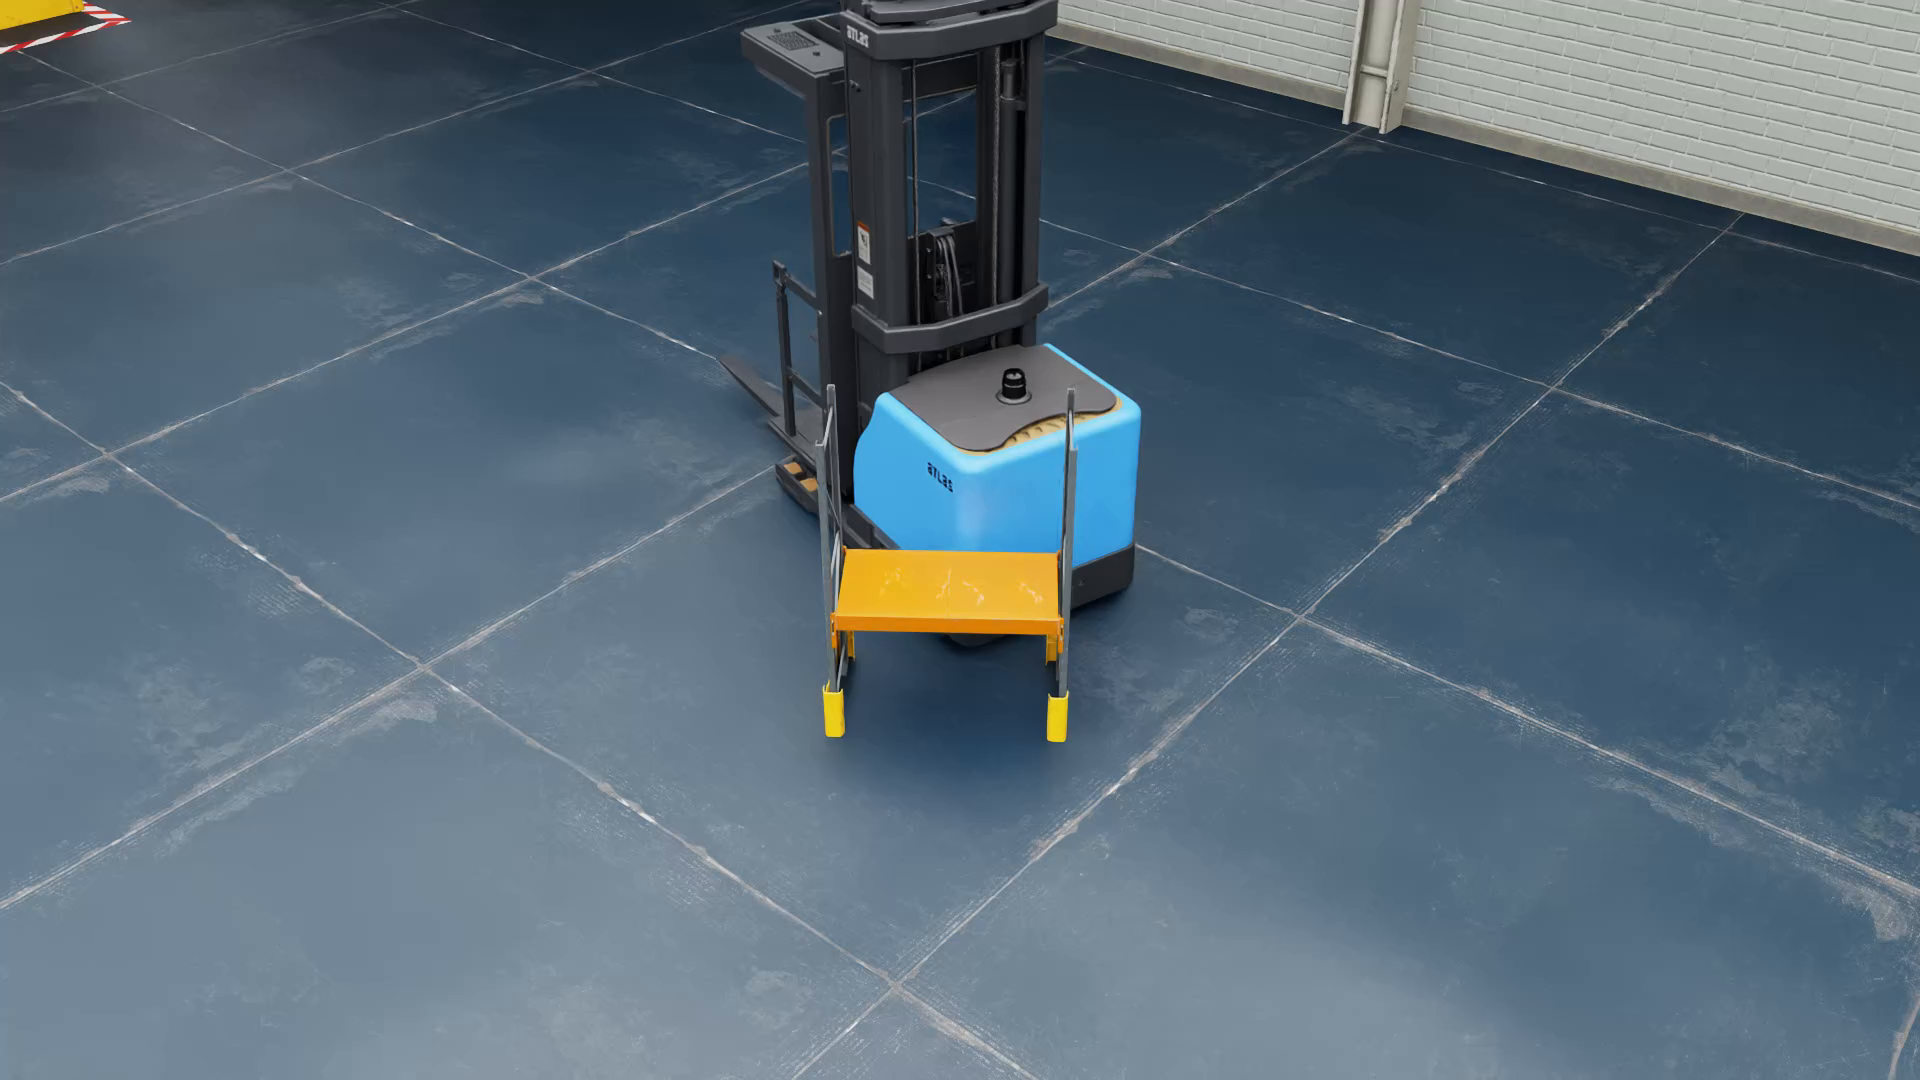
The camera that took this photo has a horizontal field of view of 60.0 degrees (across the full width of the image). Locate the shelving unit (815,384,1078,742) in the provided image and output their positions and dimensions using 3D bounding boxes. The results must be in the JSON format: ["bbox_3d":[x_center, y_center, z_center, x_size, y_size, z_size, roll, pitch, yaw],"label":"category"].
[{"bbox_3d":[-0.056,0.109,7.266,1.083,1.500,0.587,1,34,2],"label":"shelving unit"}]

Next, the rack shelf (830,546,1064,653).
[{"bbox_3d":[-0.047,0.258,7.368,1.000,0.185,0.538,1,34,2],"label":"rack shelf"}]

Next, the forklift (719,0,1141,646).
[{"bbox_3d":[-0.349,-1.504,8.351,1.130,2.935,3.031,-20,39,-26],"label":"forklift"}]

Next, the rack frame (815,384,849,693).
[{"bbox_3d":[-0.555,0.099,7.280,0.032,1.500,0.500,1,34,2],"label":"rack frame"}]

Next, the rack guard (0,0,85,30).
[{"bbox_3d":[-9.082,-5.227,15.920,0.348,0.500,1.175,25,42,32],"label":"rack guard"}]

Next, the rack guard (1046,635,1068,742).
[{"bbox_3d":[0.442,0.634,7.606,0.087,0.250,0.587,1,34,2],"label":"rack guard"}]

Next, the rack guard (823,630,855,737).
[{"bbox_3d":[-0.553,0.615,7.634,0.087,0.250,0.587,1,34,2],"label":"rack guard"}]

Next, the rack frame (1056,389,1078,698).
[{"bbox_3d":[0.461,0.119,7.251,0.032,1.500,0.500,1,34,2],"label":"rack frame"}]

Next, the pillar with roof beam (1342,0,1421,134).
[{"bbox_3d":[0.659,-5.289,8.502,0.400,9.000,9.100,25,42,32],"label":"pillar with roof beam"}]
